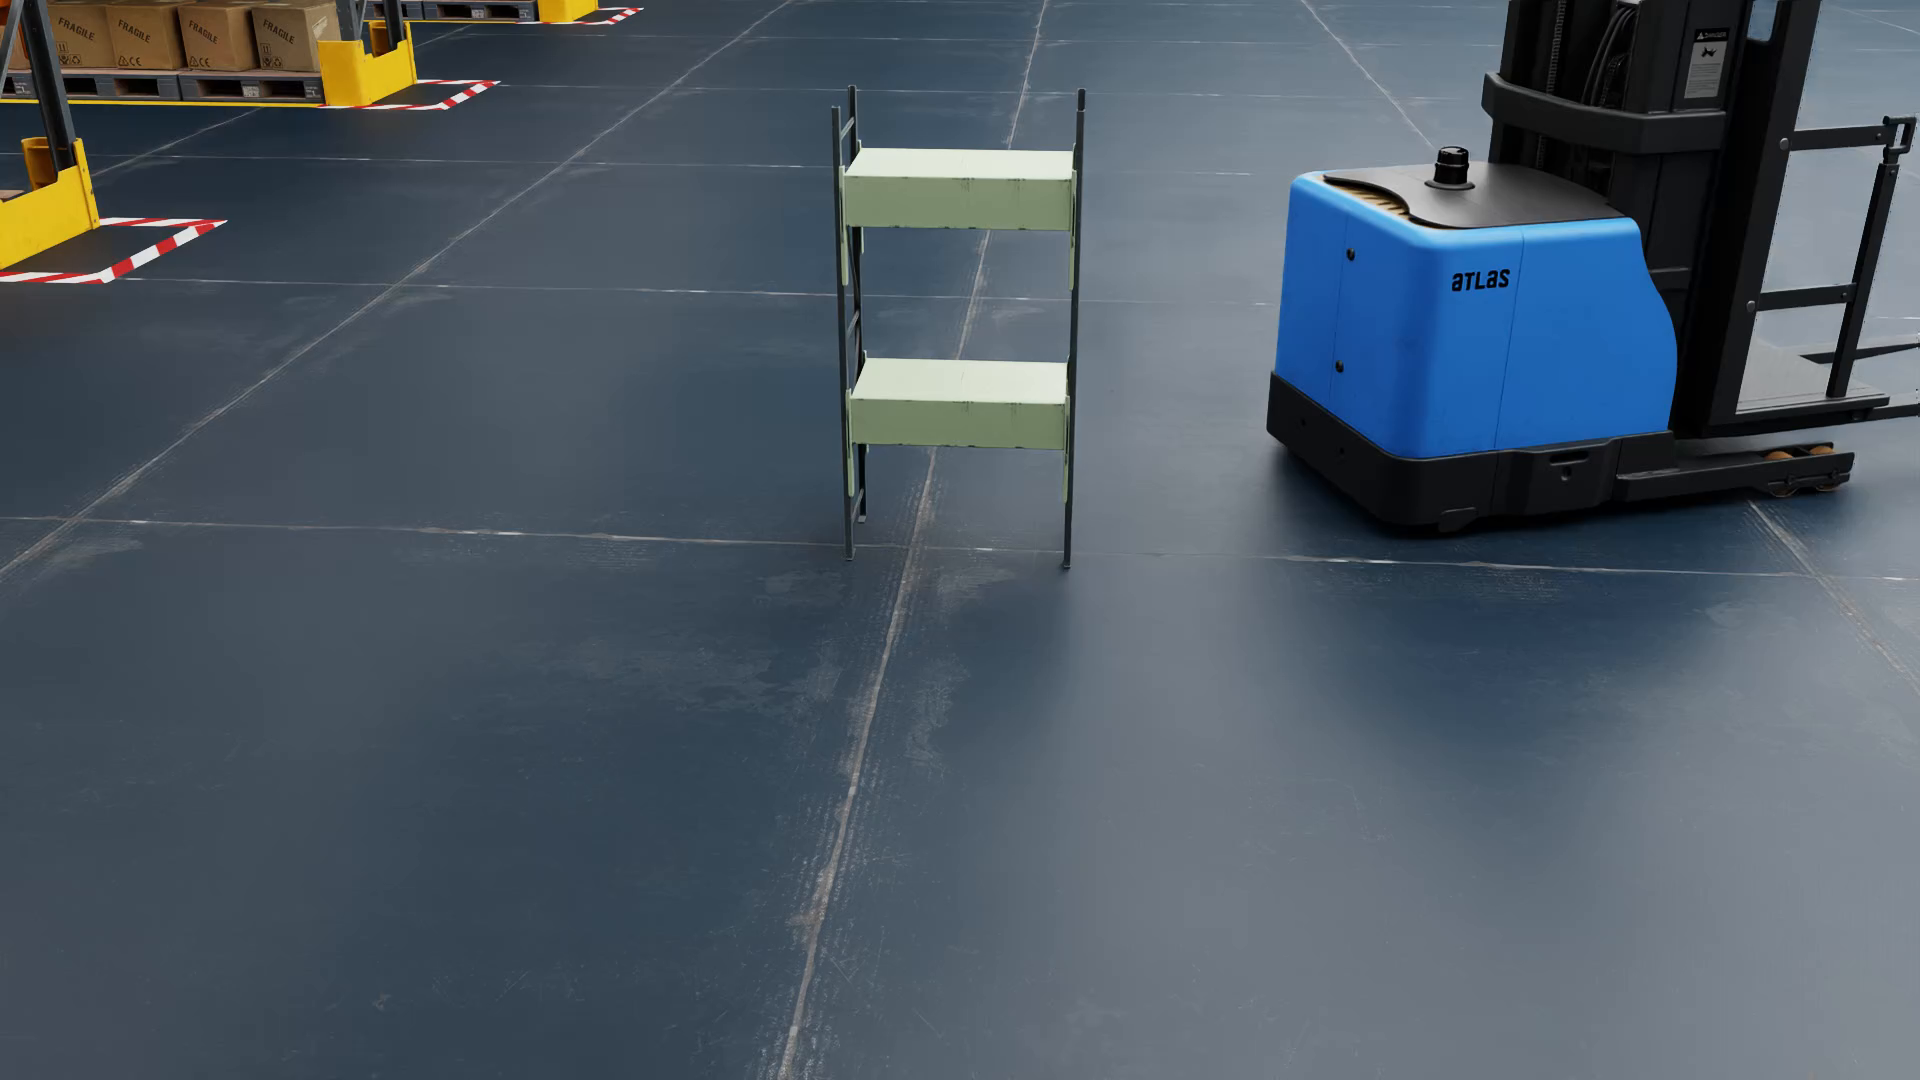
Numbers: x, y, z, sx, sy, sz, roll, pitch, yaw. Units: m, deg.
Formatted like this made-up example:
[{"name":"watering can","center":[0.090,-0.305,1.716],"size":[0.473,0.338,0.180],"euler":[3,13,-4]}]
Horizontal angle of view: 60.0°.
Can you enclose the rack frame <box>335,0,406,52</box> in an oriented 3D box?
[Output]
[{"name":"rack frame","center":[-4.796,-5.068,13.176],"size":[0.127,3.000,1.000],"euler":[2,25,4]}]

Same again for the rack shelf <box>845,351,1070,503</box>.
[{"name":"rack shelf","center":[0.007,-0.385,5.572],"size":[0.720,0.370,0.431],"euler":[2,25,4]}]

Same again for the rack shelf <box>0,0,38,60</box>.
[{"name":"rack shelf","center":[-7.169,-2.741,8.980],"size":[4.000,0.370,1.077],"euler":[2,25,4]}]

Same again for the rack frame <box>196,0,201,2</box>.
[{"name":"rack frame","center":[-8.304,-7.260,17.940],"size":[0.127,3.000,1.000],"euler":[2,25,4]}]

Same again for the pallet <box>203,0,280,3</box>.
[{"name":"pallet","center":[-7.551,-5.937,18.399],"size":[1.213,0.211,1.003],"euler":[2,25,4]}]

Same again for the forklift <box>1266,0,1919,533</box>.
[{"name":"forklift","center":[2.776,-1.691,5.918],"size":[3.031,2.935,1.130],"euler":[-7,26,-15]}]

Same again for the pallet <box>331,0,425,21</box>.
[{"name":"pallet","center":[-6.332,-5.899,18.317],"size":[1.213,0.211,1.003],"euler":[2,25,4]}]

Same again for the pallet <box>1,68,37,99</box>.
[{"name":"pallet","center":[-8.112,-3.923,14.023],"size":[1.213,0.211,1.003],"euler":[2,25,4]}]

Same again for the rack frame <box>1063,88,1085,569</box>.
[{"name":"rack frame","center":[0.372,-0.669,5.411],"size":[0.023,1.500,0.400],"euler":[2,25,4]}]

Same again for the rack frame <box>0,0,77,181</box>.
[{"name":"rack frame","center":[-5.175,-3.004,8.690],"size":[0.127,3.000,1.000],"euler":[2,25,4]}]

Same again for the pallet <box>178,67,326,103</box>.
[{"name":"pallet","center":[-5.679,-3.845,13.853],"size":[1.213,0.211,1.003],"euler":[2,25,4]}]

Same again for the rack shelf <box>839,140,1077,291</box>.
[{"name":"rack shelf","center":[0.007,-1.036,5.273],"size":[0.720,0.370,0.431],"euler":[2,25,4]}]

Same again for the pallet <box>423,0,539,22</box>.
[{"name":"pallet","center":[-5.119,-5.859,18.230],"size":[1.213,0.211,1.003],"euler":[2,25,4]}]

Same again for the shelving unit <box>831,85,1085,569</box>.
[{"name":"shelving unit","center":[0.007,-0.681,5.436],"size":[0.755,1.500,0.431],"euler":[2,25,4]}]

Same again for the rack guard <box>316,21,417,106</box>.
[{"name":"rack guard","center":[-4.872,-3.935,13.704],"size":[0.348,0.500,1.175],"euler":[2,25,4]}]

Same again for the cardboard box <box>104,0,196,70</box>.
[{"name":"cardboard box","center":[-6.638,-4.183,13.741],"size":[0.500,0.500,0.500],"euler":[4,25,9]}]

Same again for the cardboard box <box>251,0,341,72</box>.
[{"name":"cardboard box","center":[-5.417,-4.151,13.670],"size":[0.500,0.500,0.500],"euler":[6,25,14]}]

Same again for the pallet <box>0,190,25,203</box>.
[{"name":"pallet","center":[-6.064,-1.748,9.297],"size":[1.213,0.211,1.003],"euler":[2,25,4]}]

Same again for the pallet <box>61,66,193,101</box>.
[{"name":"pallet","center":[-6.892,-3.885,13.940],"size":[1.213,0.211,1.003],"euler":[2,25,4]}]

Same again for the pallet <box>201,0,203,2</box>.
[{"name":"pallet","center":[-9.079,-5.987,18.509],"size":[1.213,0.211,1.003],"euler":[2,25,4]}]

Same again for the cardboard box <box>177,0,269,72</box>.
[{"name":"cardboard box","center":[-6.016,-4.155,13.680],"size":[0.500,0.500,0.500],"euler":[8,26,18]}]

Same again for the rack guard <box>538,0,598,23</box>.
[{"name":"rack guard","center":[-4.291,-5.996,18.183],"size":[0.348,0.500,1.175],"euler":[2,25,4]}]

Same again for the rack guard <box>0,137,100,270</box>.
[{"name":"rack guard","center":[-5.254,-1.851,9.175],"size":[0.348,0.500,1.175],"euler":[2,25,4]}]

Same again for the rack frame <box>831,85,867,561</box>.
[{"name":"rack frame","center":[-0.358,-0.693,5.462],"size":[0.023,1.500,0.400],"euler":[2,25,4]}]

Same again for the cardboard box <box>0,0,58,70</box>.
[{"name":"cardboard box","center":[-7.817,-4.207,13.792],"size":[0.500,0.500,0.500],"euler":[10,27,21]}]

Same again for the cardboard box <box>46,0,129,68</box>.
[{"name":"cardboard box","center":[-7.192,-4.220,13.820],"size":[0.500,0.500,0.500],"euler":[0,25,-1]}]
